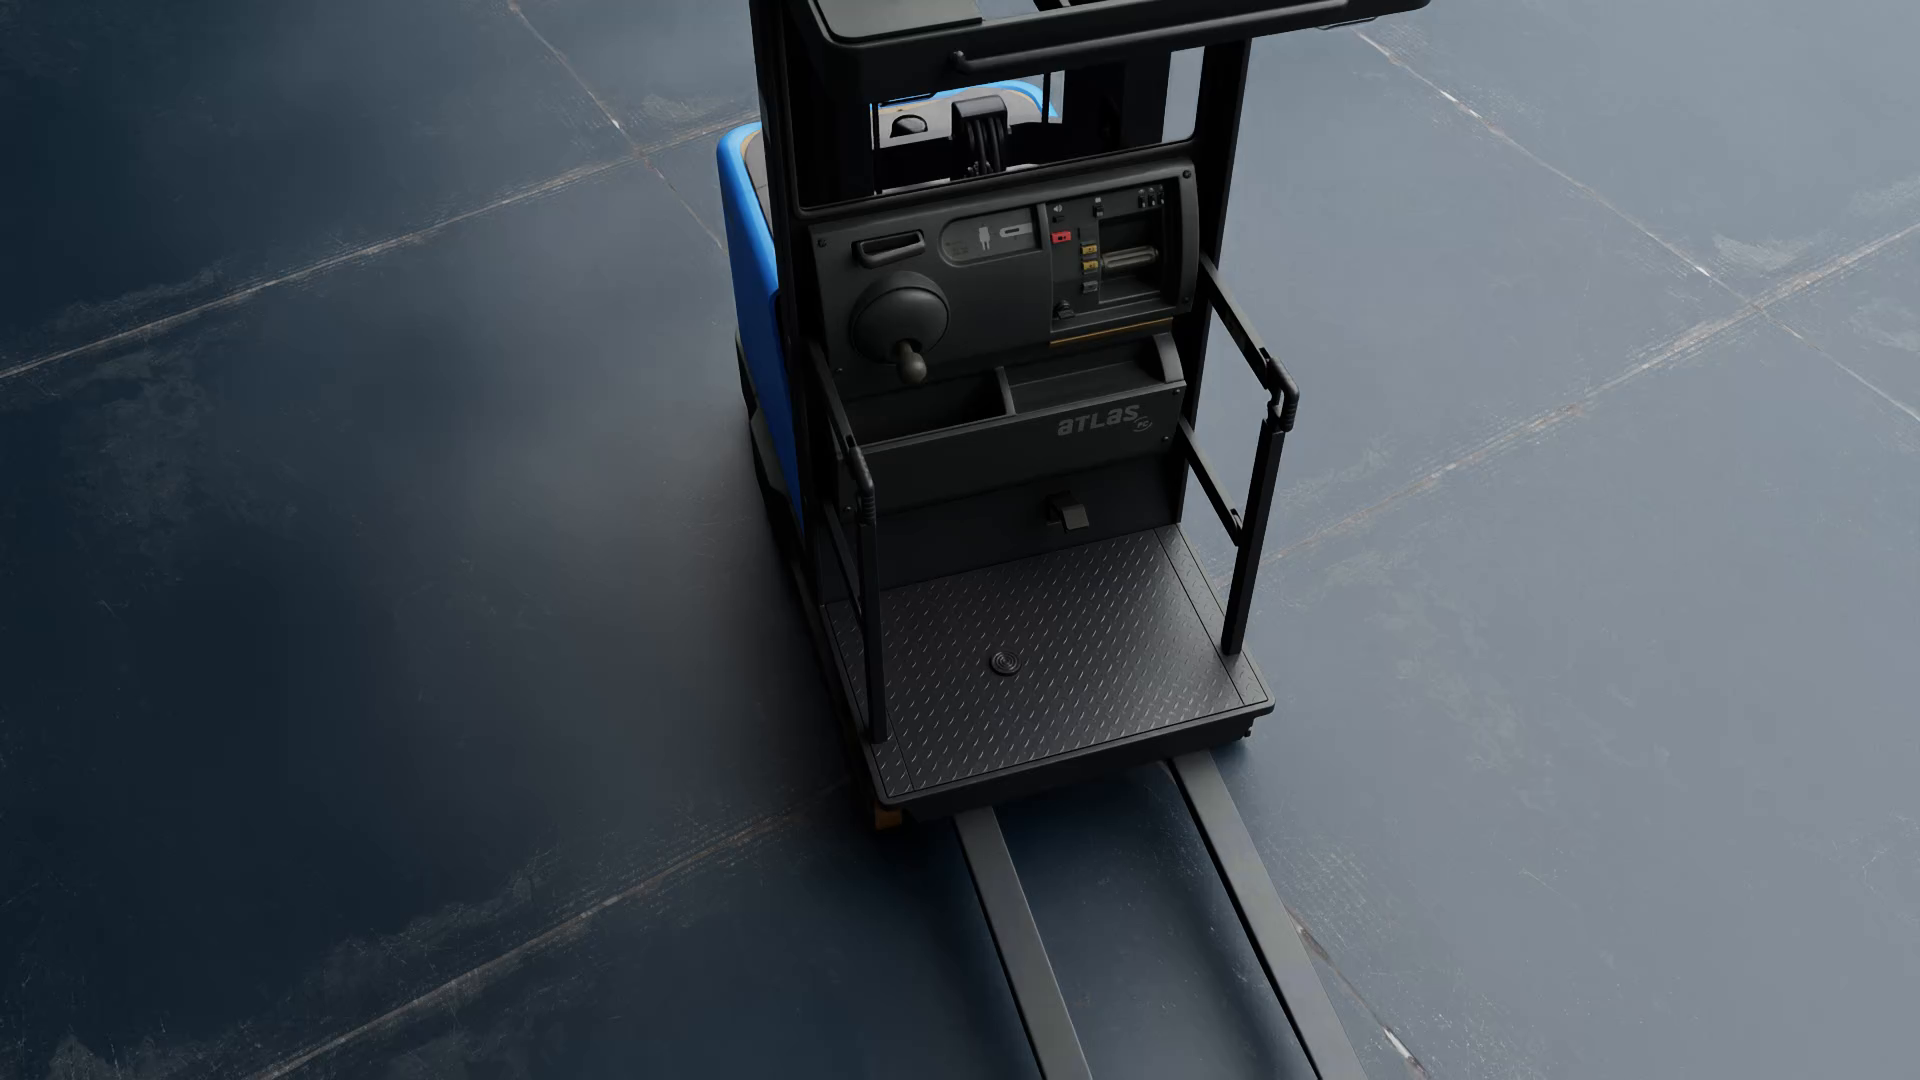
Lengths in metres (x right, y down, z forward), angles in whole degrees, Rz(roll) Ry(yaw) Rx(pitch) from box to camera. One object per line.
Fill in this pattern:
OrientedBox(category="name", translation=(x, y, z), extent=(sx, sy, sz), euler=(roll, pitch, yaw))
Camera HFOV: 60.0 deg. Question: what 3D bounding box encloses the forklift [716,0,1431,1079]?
OrientedBox(category="forklift", translation=(0.183, -0.526, 3.756), extent=(1.130, 2.935, 3.031), euler=(-13, 50, -11))
